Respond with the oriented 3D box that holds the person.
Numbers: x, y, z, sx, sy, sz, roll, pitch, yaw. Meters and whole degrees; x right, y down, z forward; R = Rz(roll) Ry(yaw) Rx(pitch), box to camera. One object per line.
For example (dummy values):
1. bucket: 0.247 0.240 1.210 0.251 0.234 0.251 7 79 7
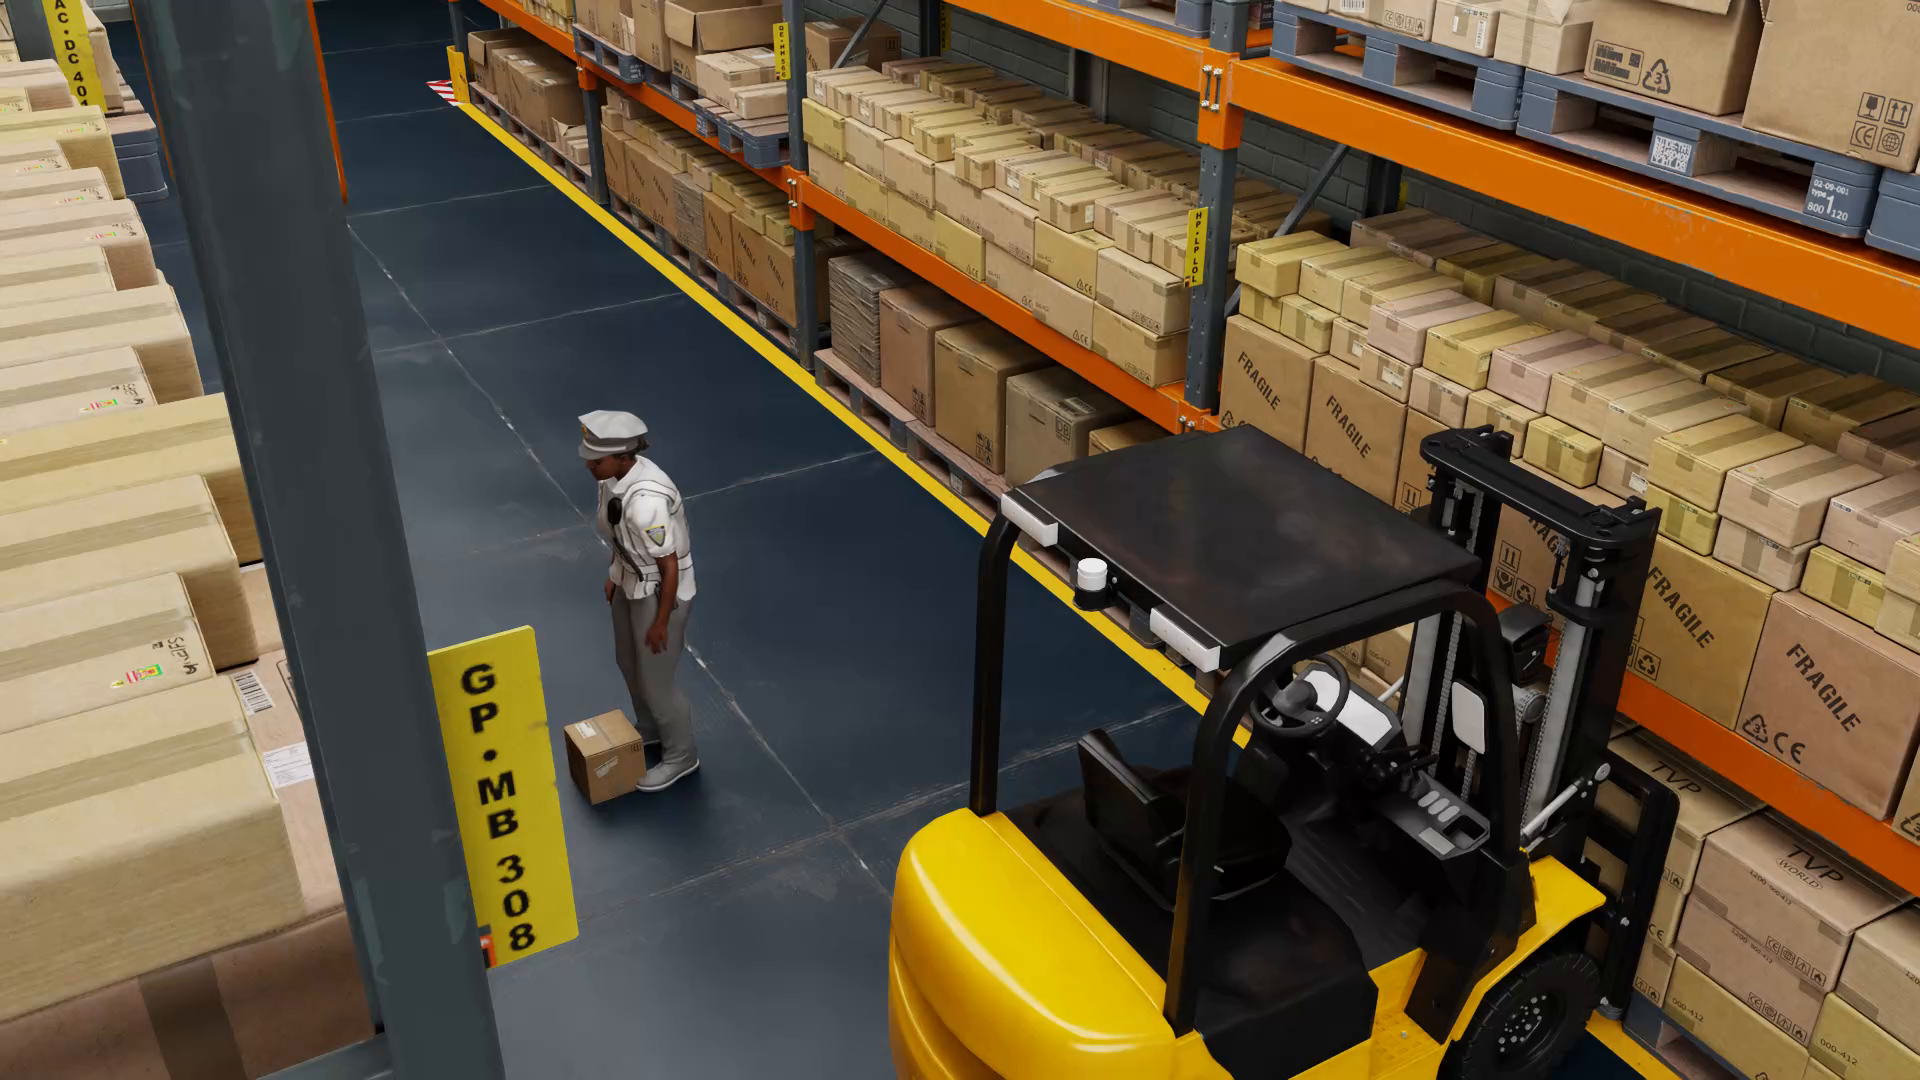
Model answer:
1. person: -1.282 0.230 6.712 0.393 1.662 0.527 -17 34 -28
